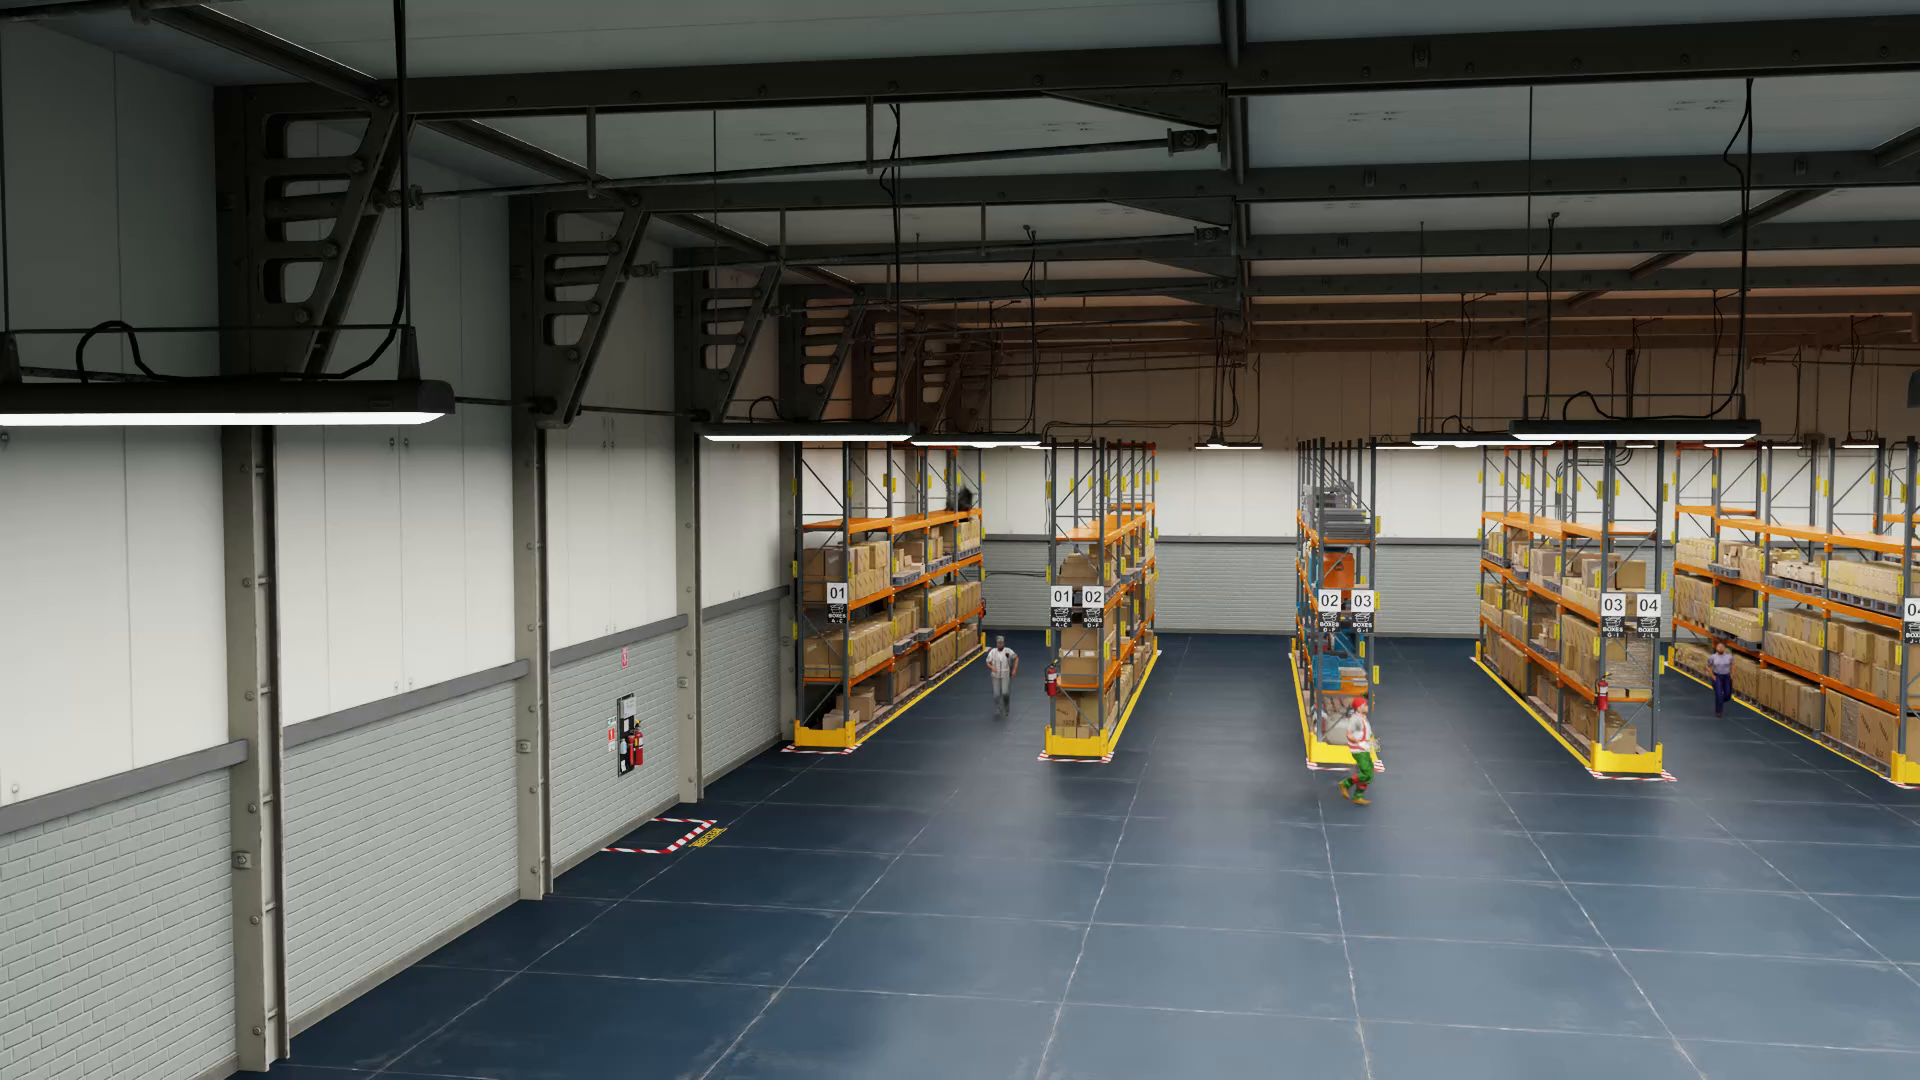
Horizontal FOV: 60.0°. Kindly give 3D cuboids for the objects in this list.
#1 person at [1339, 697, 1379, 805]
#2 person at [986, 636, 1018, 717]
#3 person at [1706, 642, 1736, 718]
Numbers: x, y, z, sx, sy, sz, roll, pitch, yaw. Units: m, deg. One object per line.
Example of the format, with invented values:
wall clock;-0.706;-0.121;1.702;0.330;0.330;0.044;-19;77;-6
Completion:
person;6.473;3.417;27.010;0.583;1.738;0.641;2;3;28
person;0.903;2.955;35.924;0.689;1.776;0.666;0;3;4
person;16.476;3.025;36.004;0.605;1.616;0.535;1;3;14
